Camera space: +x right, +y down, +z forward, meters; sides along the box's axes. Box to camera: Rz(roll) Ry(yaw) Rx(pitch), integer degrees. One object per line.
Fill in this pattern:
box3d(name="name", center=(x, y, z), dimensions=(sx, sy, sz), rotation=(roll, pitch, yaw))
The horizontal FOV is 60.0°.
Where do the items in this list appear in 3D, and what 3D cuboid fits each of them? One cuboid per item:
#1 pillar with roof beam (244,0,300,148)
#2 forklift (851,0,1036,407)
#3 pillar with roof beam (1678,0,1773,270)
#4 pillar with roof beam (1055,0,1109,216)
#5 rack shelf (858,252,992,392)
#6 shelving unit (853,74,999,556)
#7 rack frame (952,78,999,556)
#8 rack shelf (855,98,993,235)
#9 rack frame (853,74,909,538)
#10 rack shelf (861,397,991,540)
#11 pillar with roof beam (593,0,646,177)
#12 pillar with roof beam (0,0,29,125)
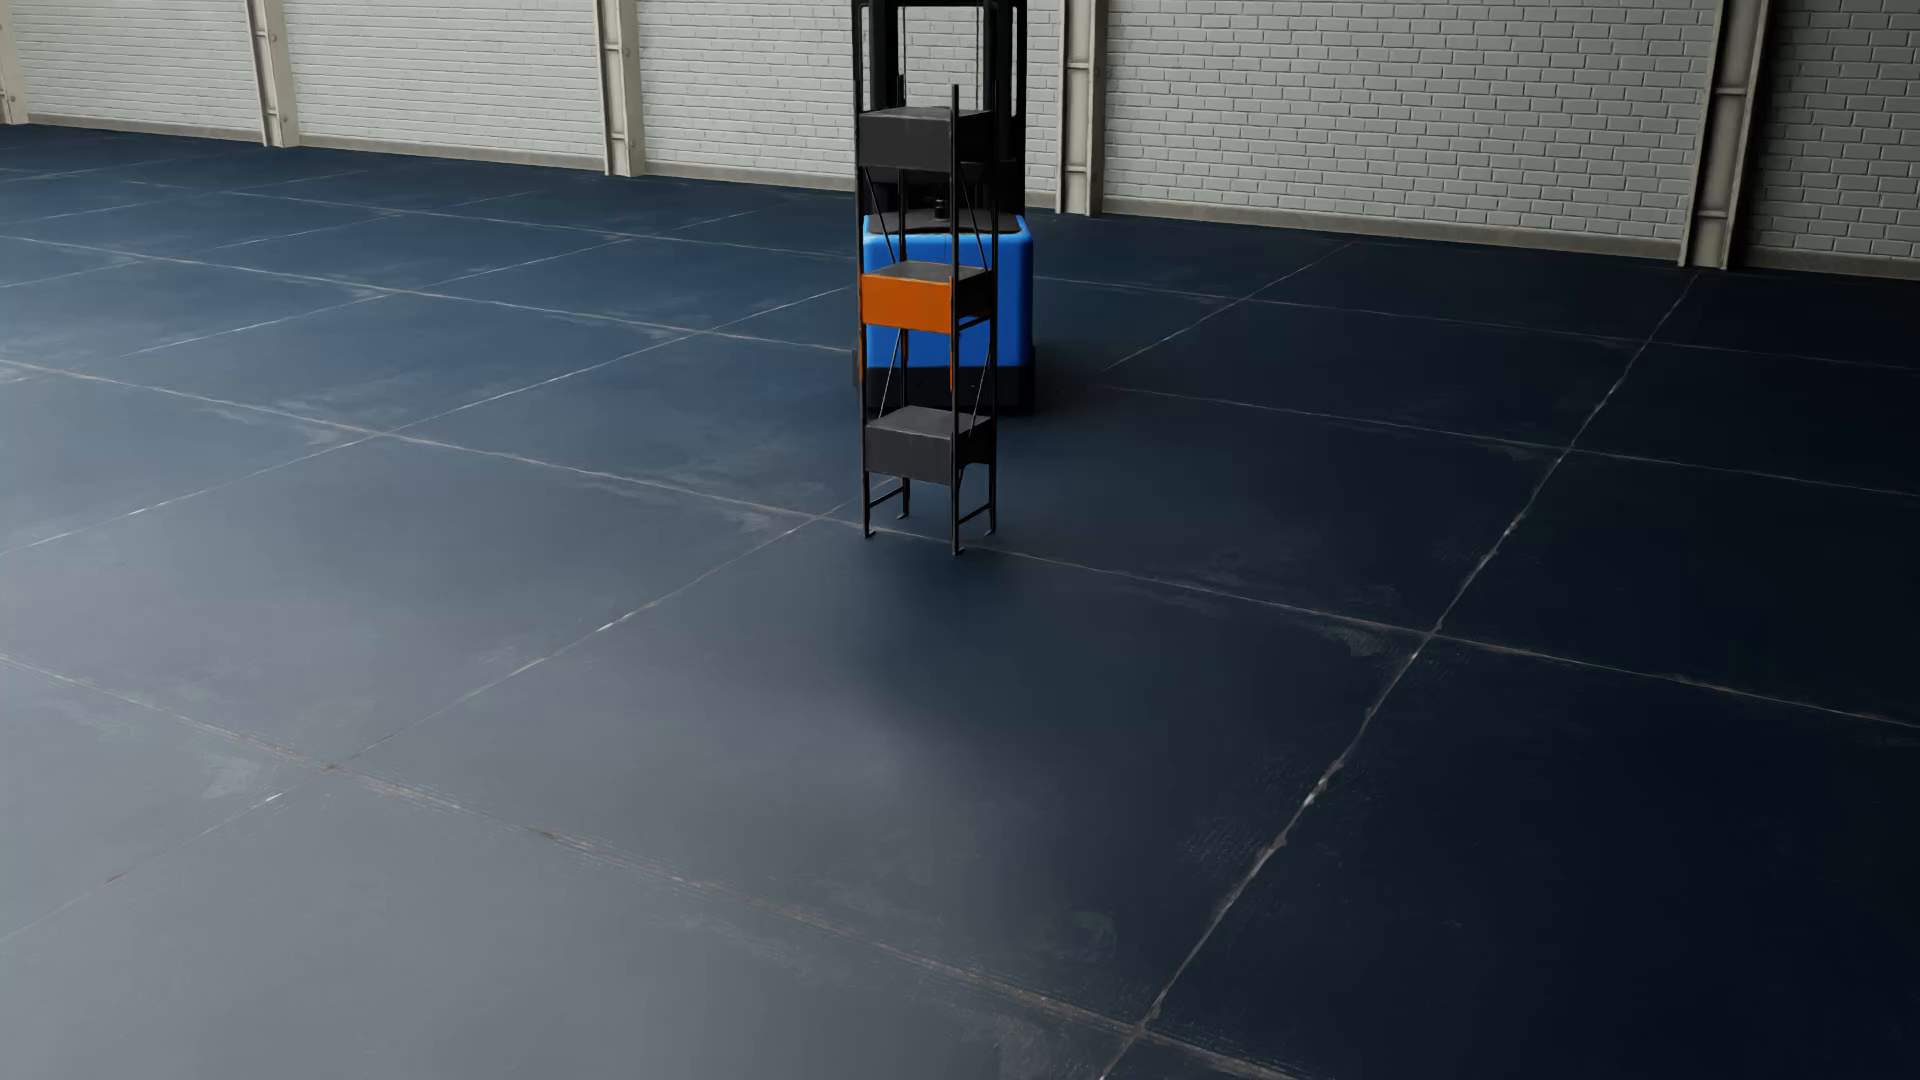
box3d(name="pillar with roof beam", center=(-11.345, -8.331, 17.636), dimensions=(0.400, 9.000, 9.100), rotation=(11, 23, 27))
box3d(name="forklift", center=(-0.138, -2.615, 10.776), dimensions=(1.130, 2.935, 3.031), rotation=(-1, 20, -2))
box3d(name="pillar with roof beam", center=(4.370, -5.338, 9.383), dimensions=(0.400, 9.000, 9.100), rotation=(11, 23, 27))
box3d(name="pillar with roof beam", center=(-0.868, -6.335, 12.134), dimensions=(0.400, 9.000, 9.100), rotation=(11, 23, 27))
box3d(name="rack shelf", center=(-0.145, -1.002, 7.588), dimensions=(0.480, 0.518, 0.431), rotation=(11, 23, 27))
box3d(name="shelving unit", center=(-0.145, -1.015, 7.583), dimensions=(0.503, 2.100, 0.431), rotation=(11, 23, 27))
box3d(name="rack frame", center=(0.069, -0.974, 7.471), dimensions=(0.015, 2.100, 0.400), rotation=(11, 23, 27))
box3d(name="rack shelf", center=(-0.145, -1.660, 7.349), dimensions=(0.480, 0.518, 0.431), rotation=(11, 23, 27))
box3d(name="rack frame", center=(-0.358, -1.055, 7.695), dimensions=(0.015, 2.100, 0.400), rotation=(11, 23, 27))
box3d(name="rack shelf", center=(-0.145, -0.344, 7.826), dimensions=(0.480, 0.518, 0.431), rotation=(11, 23, 27))
box3d(name="pillar with roof beam", center=(-6.106, -7.333, 14.885), dimensions=(0.400, 9.000, 9.100), rotation=(11, 23, 27))
box3d(name="pillar with roof beam", center=(-16.583, -9.329, 20.386), dimensions=(0.400, 9.000, 9.100), rotation=(11, 23, 27))
